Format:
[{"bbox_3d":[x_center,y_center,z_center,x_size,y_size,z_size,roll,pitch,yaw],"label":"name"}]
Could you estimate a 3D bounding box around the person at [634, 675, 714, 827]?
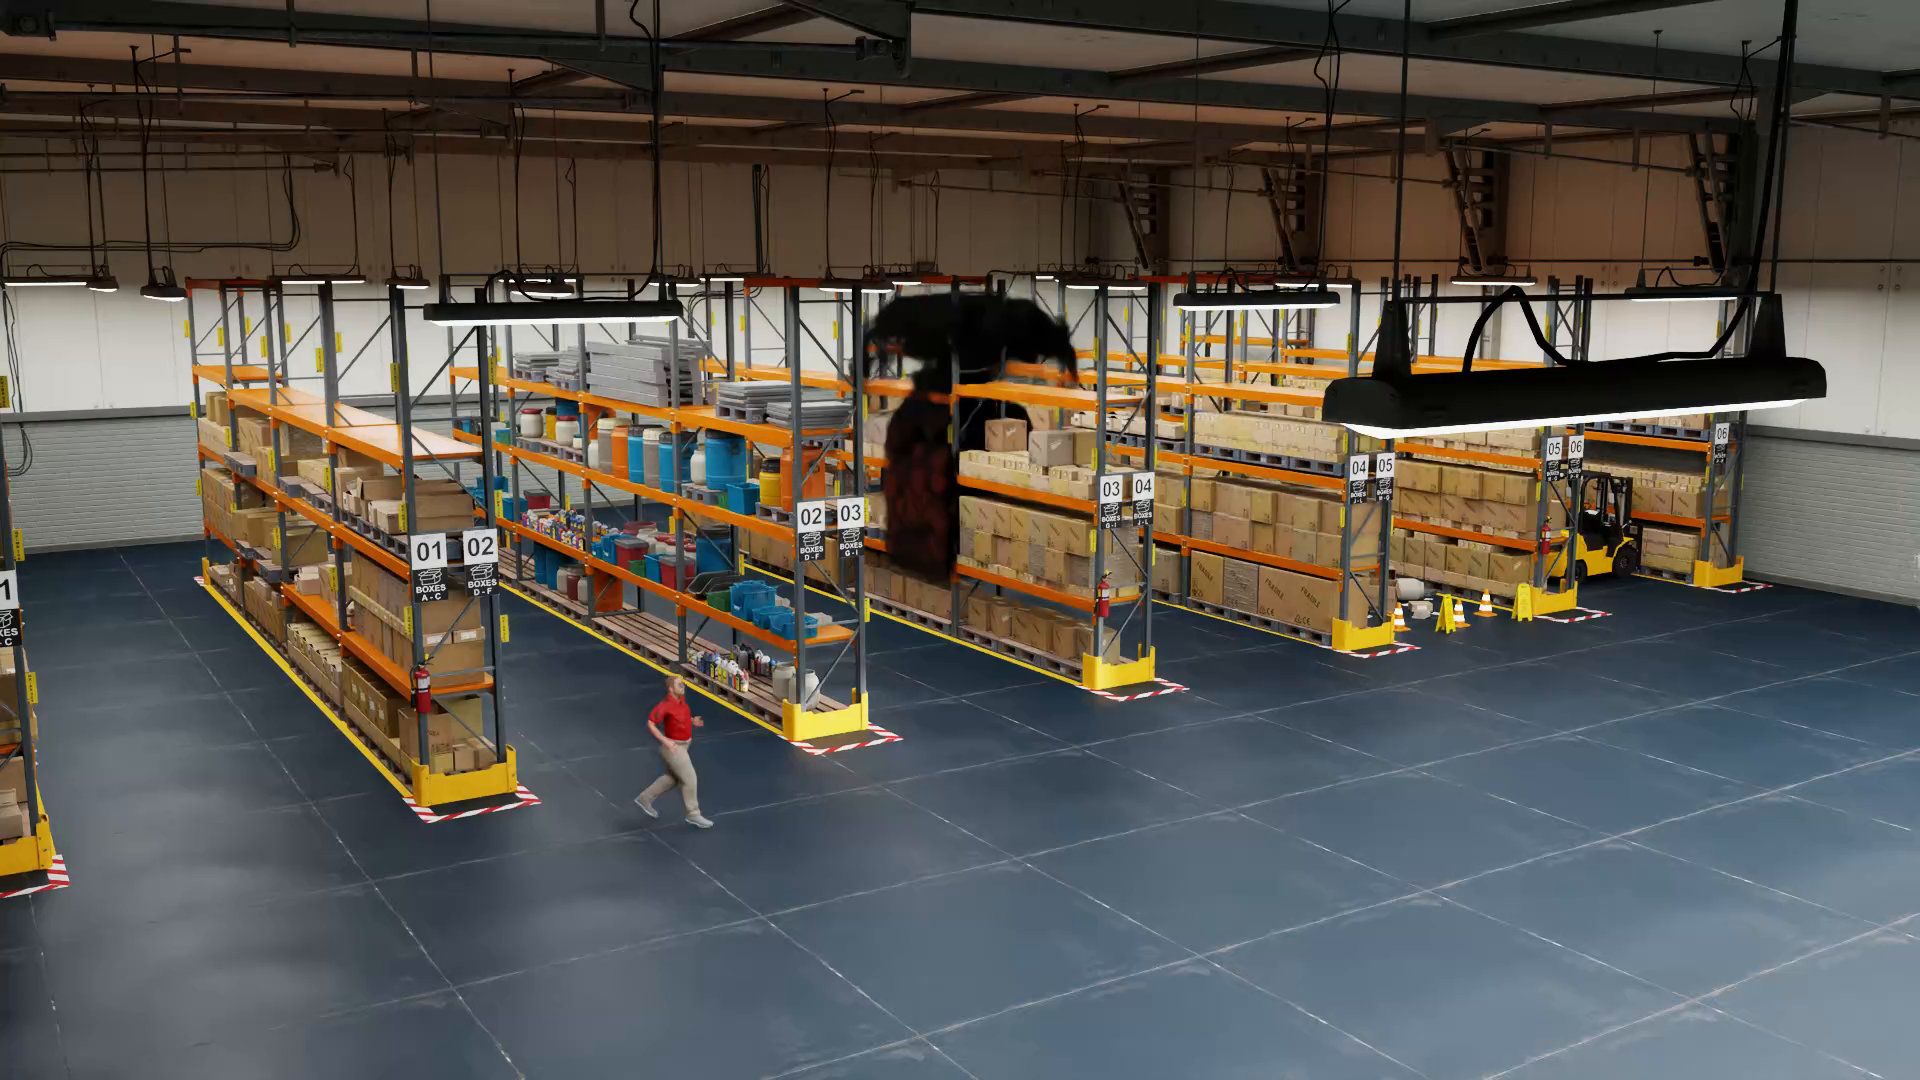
[{"bbox_3d":[-3.233,2.372,18.759,0.892,1.750,0.646,0,10,1],"label":"person"}]
